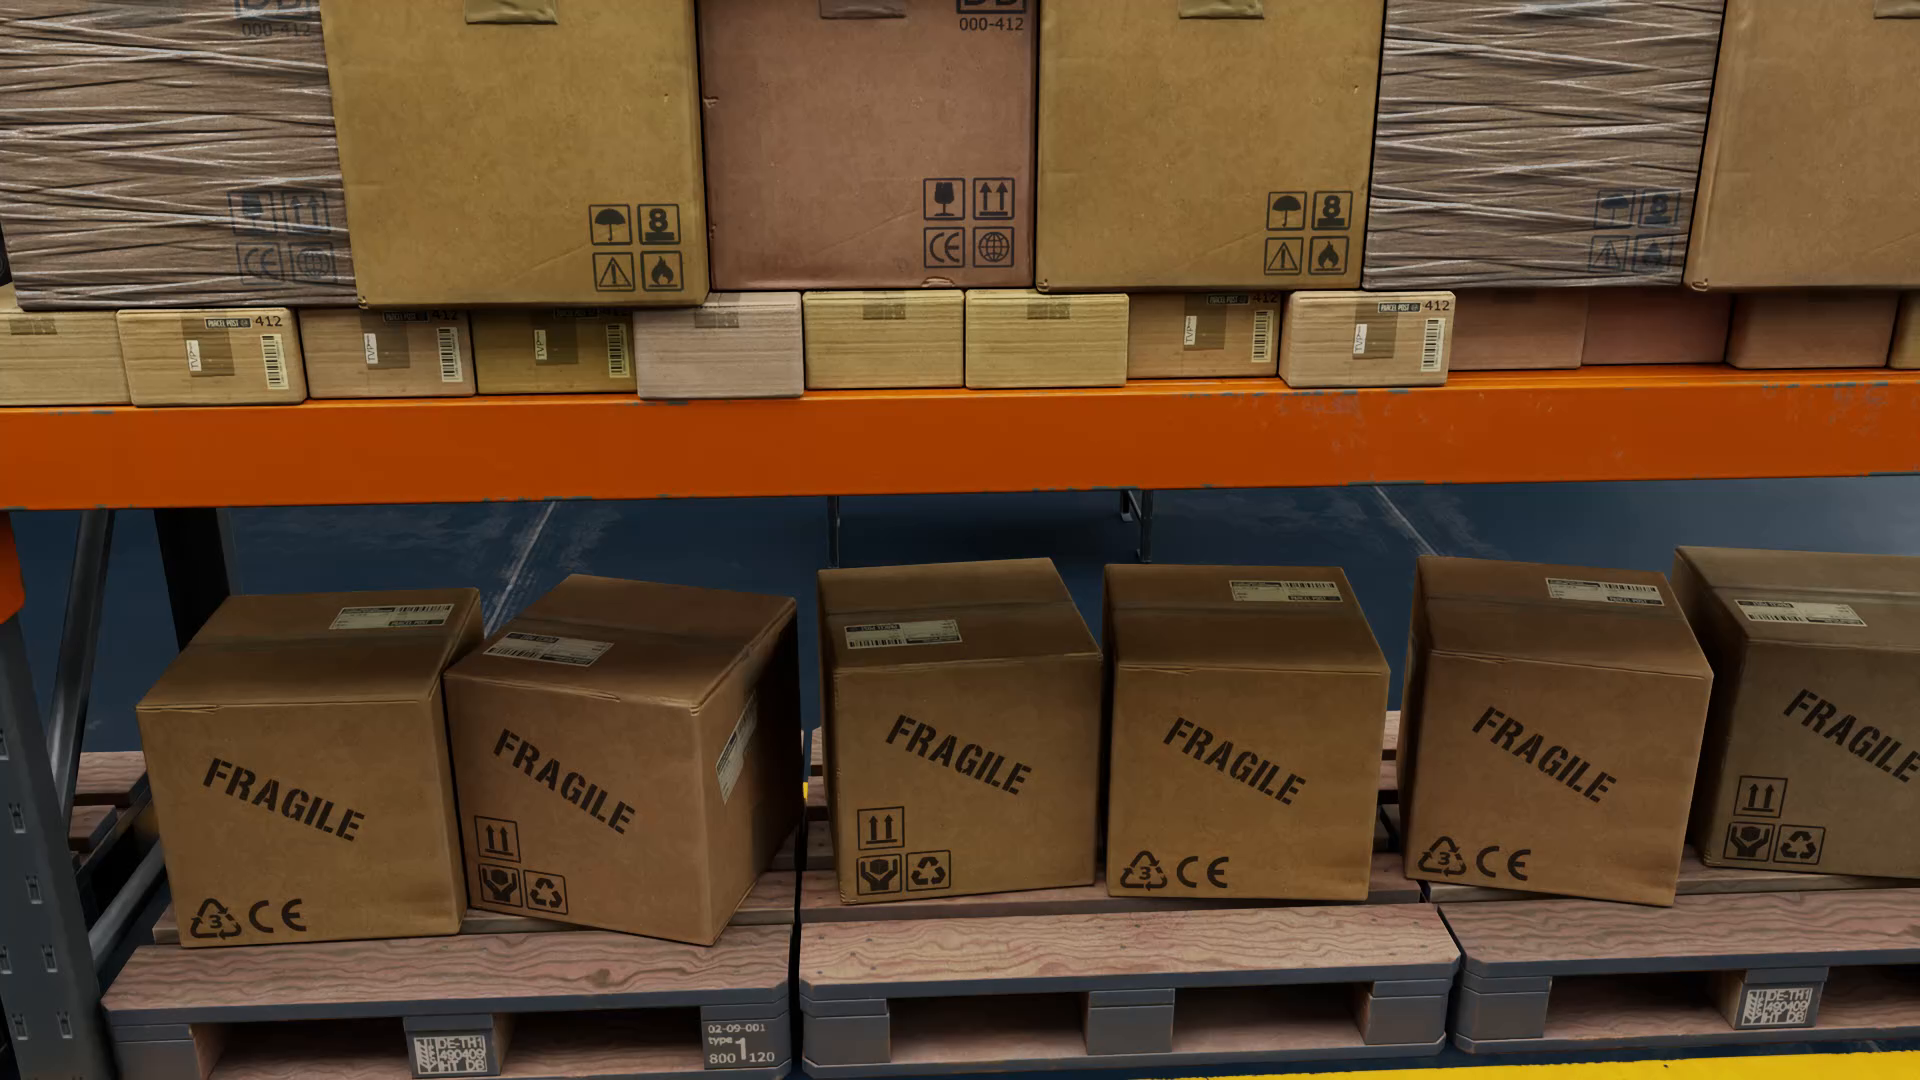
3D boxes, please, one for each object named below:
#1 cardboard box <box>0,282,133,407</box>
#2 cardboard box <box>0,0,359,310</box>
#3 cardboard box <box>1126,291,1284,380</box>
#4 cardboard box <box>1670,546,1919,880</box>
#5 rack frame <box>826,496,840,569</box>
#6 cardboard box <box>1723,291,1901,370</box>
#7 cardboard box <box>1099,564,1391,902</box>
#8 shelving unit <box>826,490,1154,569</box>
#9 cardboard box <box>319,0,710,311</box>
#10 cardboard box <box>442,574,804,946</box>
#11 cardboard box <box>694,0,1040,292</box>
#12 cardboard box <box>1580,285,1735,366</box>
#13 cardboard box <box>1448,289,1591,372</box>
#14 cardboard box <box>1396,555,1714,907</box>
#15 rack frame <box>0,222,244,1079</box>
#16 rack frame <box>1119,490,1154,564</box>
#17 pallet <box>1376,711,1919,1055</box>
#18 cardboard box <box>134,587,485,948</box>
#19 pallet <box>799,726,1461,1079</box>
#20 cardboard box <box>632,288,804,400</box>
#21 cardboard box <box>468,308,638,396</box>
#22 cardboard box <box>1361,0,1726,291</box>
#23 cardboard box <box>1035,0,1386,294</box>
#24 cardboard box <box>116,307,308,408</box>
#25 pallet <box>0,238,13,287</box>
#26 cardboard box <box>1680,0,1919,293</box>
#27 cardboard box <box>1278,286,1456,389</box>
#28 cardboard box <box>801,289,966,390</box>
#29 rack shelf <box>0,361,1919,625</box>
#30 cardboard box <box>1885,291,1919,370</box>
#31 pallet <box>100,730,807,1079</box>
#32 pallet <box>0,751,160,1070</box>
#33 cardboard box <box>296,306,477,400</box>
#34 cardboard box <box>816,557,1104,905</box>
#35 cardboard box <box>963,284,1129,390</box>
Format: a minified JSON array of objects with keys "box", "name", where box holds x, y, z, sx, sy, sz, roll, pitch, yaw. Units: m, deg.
[{"box":[-1.373,-0.335,2.637,0.250,0.149,0.380,-1,21,-3],"name":"cardboard box"},{"box":[-1.152,-0.727,2.757,0.500,0.500,0.875,-1,21,-3],"name":"cardboard box"},{"box":[0.370,-0.391,2.785,0.250,0.149,0.380,-1,21,-3],"name":"cardboard box"},{"box":[1.764,0.343,3.427,0.500,0.500,0.500,3,21,7],"name":"cardboard box"},{"box":[-0.422,-0.692,5.332,0.032,1.500,0.500,-1,21,-3],"name":"rack frame"},{"box":[1.369,-0.411,2.839,0.250,0.149,0.380,-1,21,-3],"name":"cardboard box"},{"box":[0.543,0.373,3.348,0.500,0.500,0.500,1,21,2],"name":"cardboard box"},{"box":[0.085,-0.703,5.359,1.048,1.500,0.538,-1,21,-3],"name":"shelving unit"},{"box":[-0.651,-0.725,2.751,0.500,0.500,0.875,-1,21,-3],"name":"cardboard box"},{"box":[-0.632,0.409,3.253,0.500,0.500,0.500,5,22,14],"name":"cardboard box"},{"box":[-0.158,-0.771,2.872,0.500,0.500,0.875,-1,21,-3],"name":"cardboard box"},{"box":[1.117,-0.421,2.864,0.250,0.149,0.380,-1,21,-3],"name":"cardboard box"},{"box":[0.869,-0.408,2.830,0.250,0.149,0.380,-1,21,-3],"name":"cardboard box"},{"box":[1.169,0.367,3.364,0.500,0.500,0.500,4,21,11],"name":"cardboard box"},{"box":[-1.605,-0.554,2.862,0.127,3.000,1.000,-1,21,-3],"name":"rack frame"},{"box":[0.593,-0.713,5.386,0.032,1.500,0.500,-1,21,-3],"name":"rack frame"},{"box":[1.499,0.673,3.557,1.213,0.211,1.003,-1,21,-3],"name":"pallet"},{"box":[-1.204,0.424,3.216,0.500,0.500,0.500,-2,21,-5],"name":"cardboard box"},{"box":[0.284,0.697,3.495,1.213,0.211,1.003,-1,21,-3],"name":"pallet"},{"box":[-0.374,-0.349,2.675,0.250,0.149,0.380,-1,21,-3],"name":"cardboard box"},{"box":[-0.626,-0.358,2.700,0.250,0.149,0.380,-1,21,-3],"name":"cardboard box"},{"box":[0.844,-0.772,2.876,0.500,0.500,0.875,-1,21,-3],"name":"cardboard box"},{"box":[0.344,-0.766,2.860,0.500,0.500,0.875,-1,21,-3],"name":"cardboard box"},{"box":[-1.123,-0.335,2.638,0.250,0.149,0.380,-1,21,-3],"name":"cardboard box"},{"box":[-2.376,-0.501,2.991,1.213,0.211,1.003,-1,21,-3],"name":"pallet"},{"box":[1.345,-0.767,2.862,0.500,0.500,0.875,-1,21,-3],"name":"cardboard box"},{"box":[0.624,-0.371,2.734,0.250,0.149,0.380,-1,21,-3],"name":"cardboard box"},{"box":[-0.127,-0.369,2.727,0.250,0.149,0.380,-1,21,-3],"name":"cardboard box"},{"box":[0.392,-0.259,3.096,4.000,0.370,1.077,-1,21,-3],"name":"rack shelf"},{"box":[1.619,-0.411,2.838,0.250,0.149,0.380,-1,21,-3],"name":"cardboard box"},{"box":[-0.937,0.723,3.427,1.213,0.211,1.003,-1,21,-3],"name":"pallet"},{"box":[-2.382,0.765,3.315,1.213,0.211,1.003,-1,21,-3],"name":"pallet"},{"box":[-0.875,-0.350,2.678,0.250,0.149,0.380,-1,21,-3],"name":"cardboard box"},{"box":[-0.017,0.369,3.360,0.500,0.500,0.500,-3,21,-8],"name":"cardboard box"},{"box":[0.123,-0.370,2.730,0.250,0.149,0.380,-1,21,-3],"name":"cardboard box"}]
